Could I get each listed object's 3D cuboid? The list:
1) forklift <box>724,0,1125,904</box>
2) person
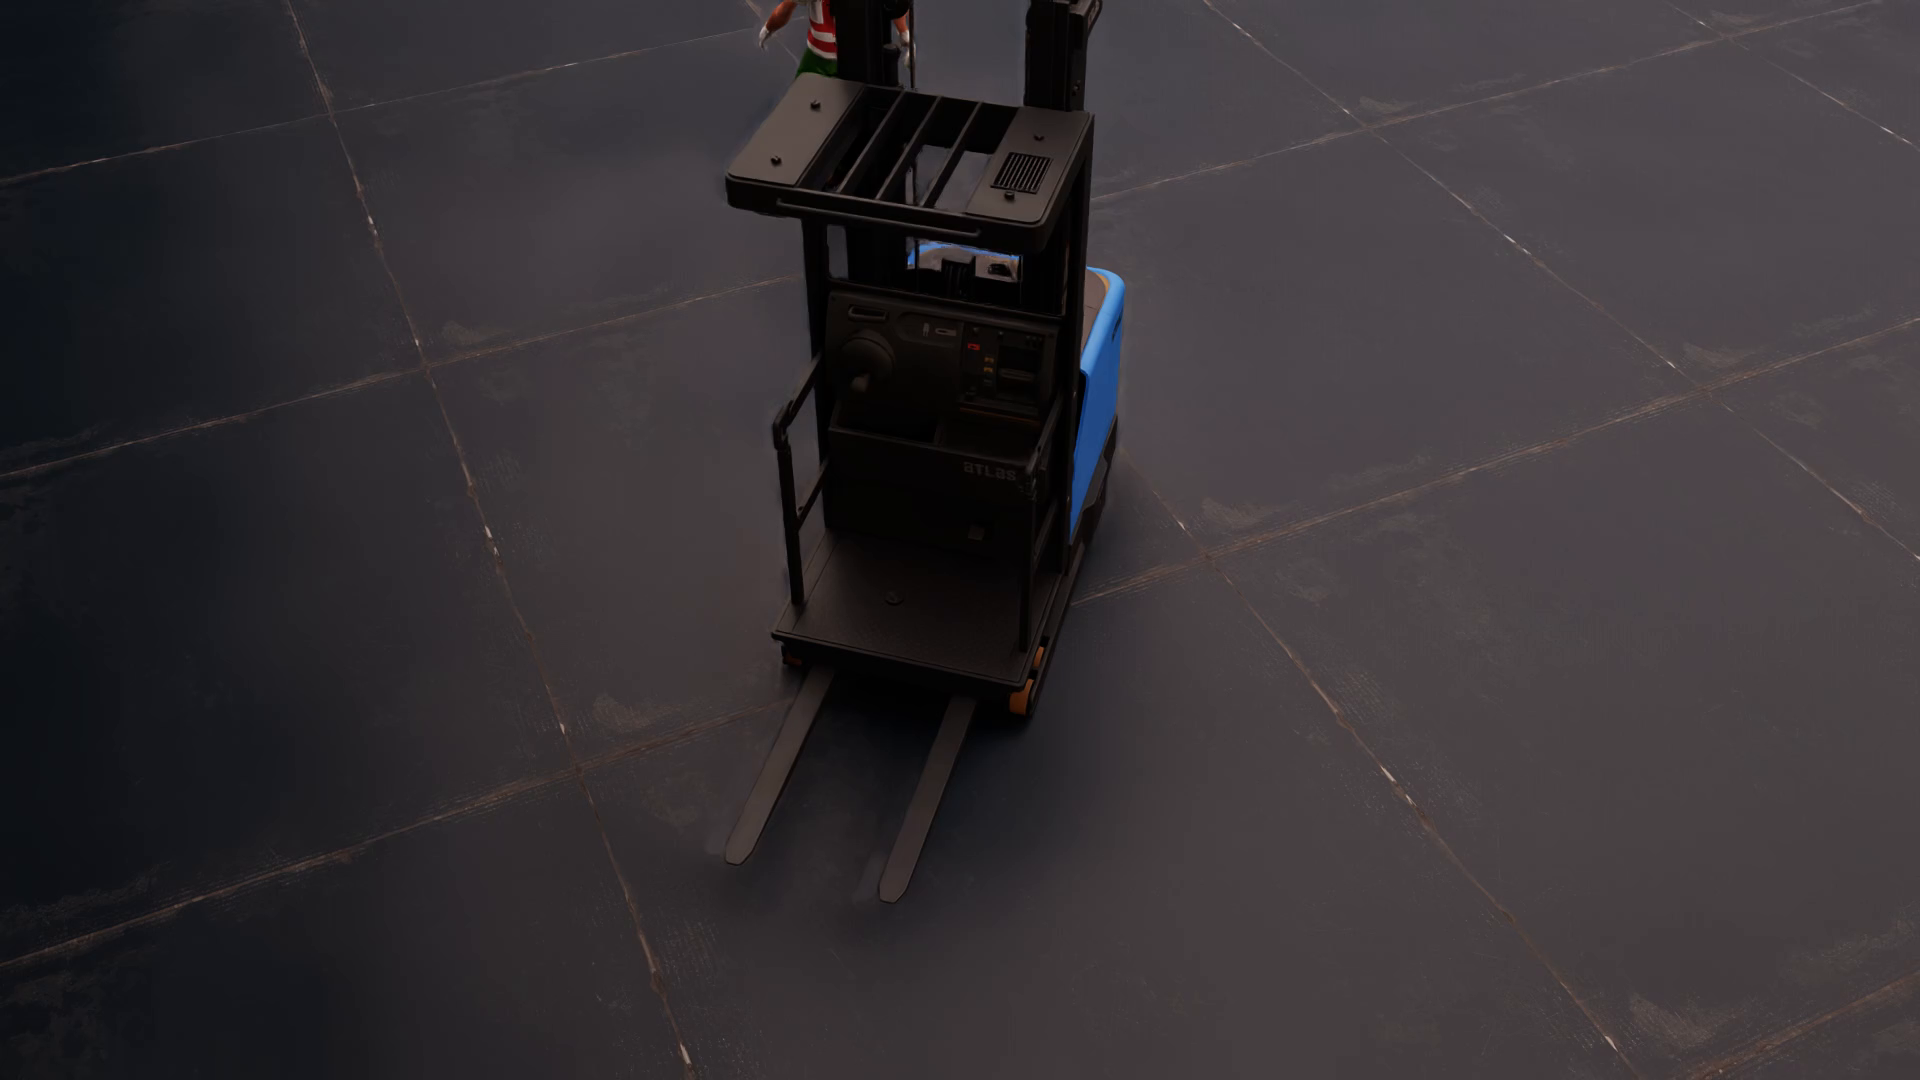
[{"bbox_3d":[-0.137,-0.634,6.359,1.130,2.935,3.031,11,44,12],"label":"forklift"},{"bbox_3d":[-0.689,-2.844,9.582,0.812,1.766,0.590,-25,48,-24],"label":"person"}]
